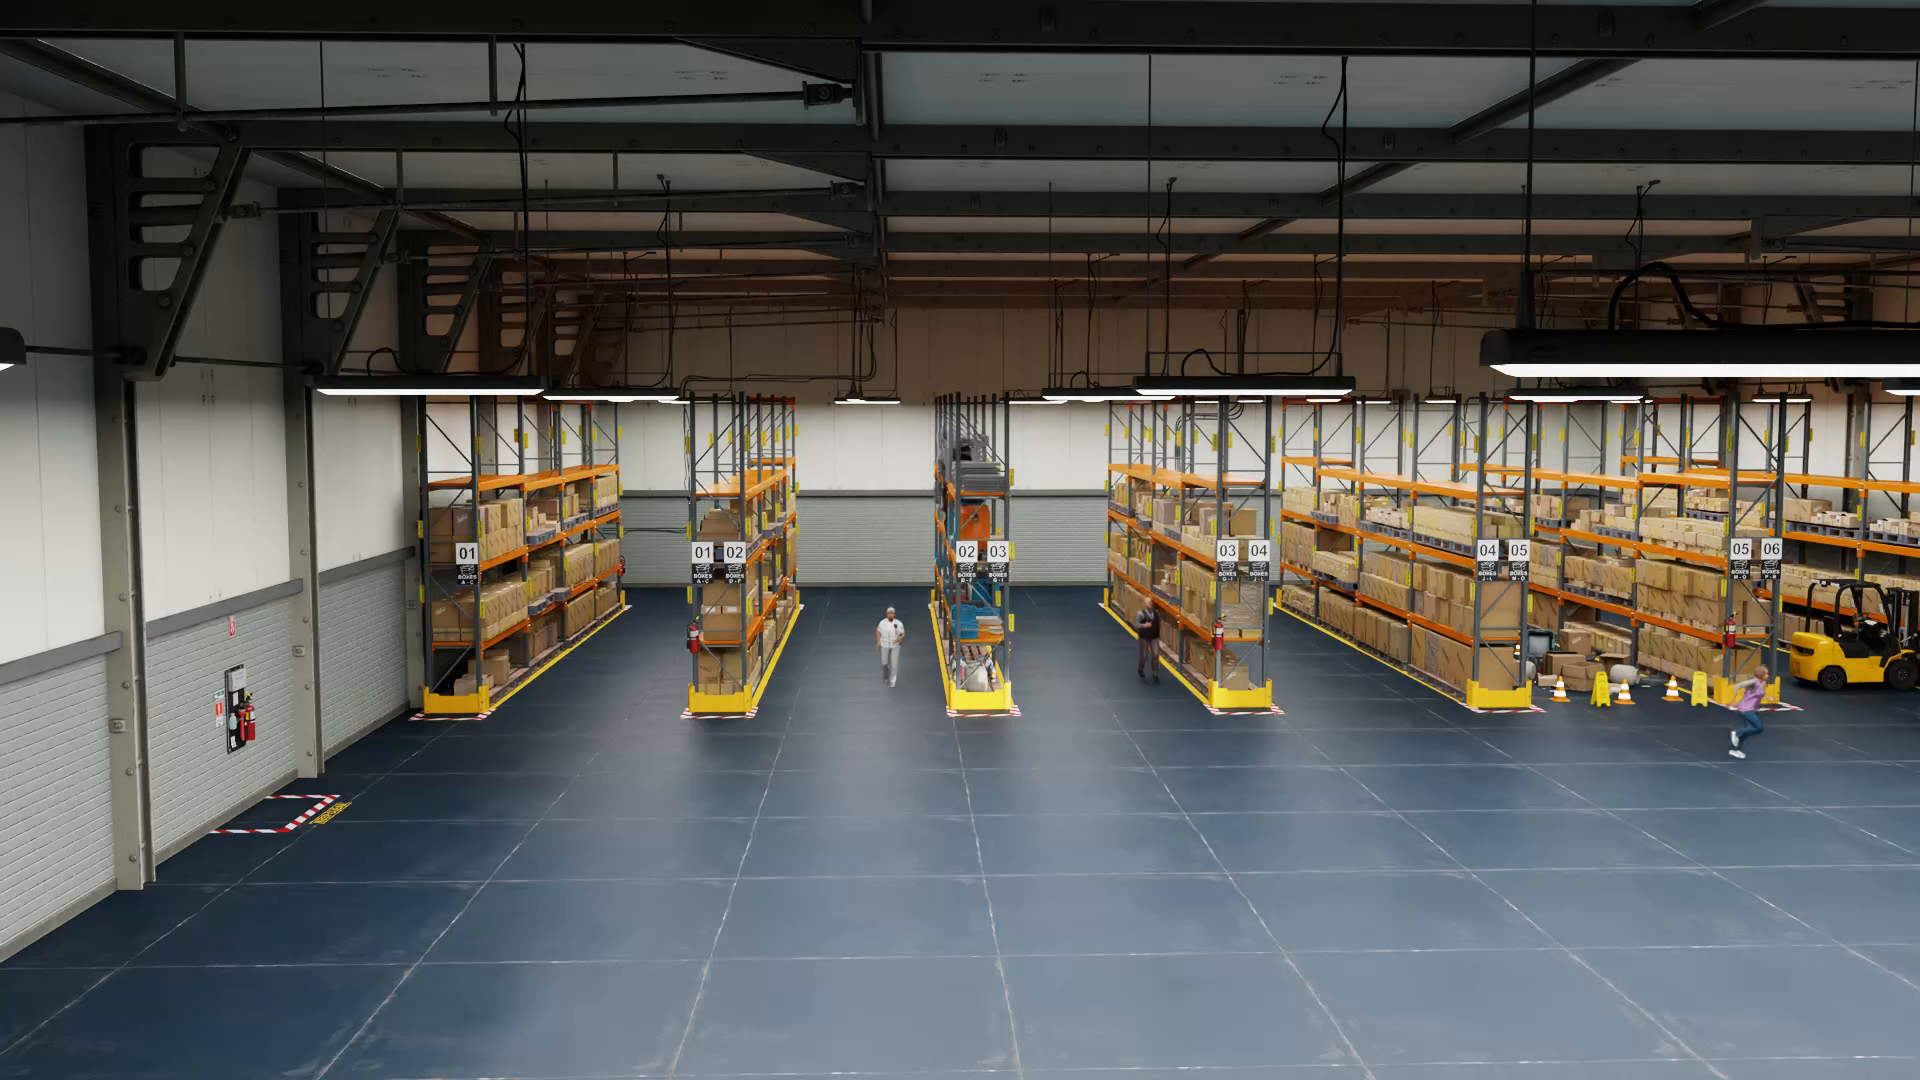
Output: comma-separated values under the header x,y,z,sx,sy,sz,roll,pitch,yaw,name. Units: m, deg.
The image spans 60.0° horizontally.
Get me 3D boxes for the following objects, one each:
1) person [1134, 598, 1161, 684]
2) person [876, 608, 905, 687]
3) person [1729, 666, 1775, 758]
x,y,z,sx,sy,sz,roll,pitch,yaw,name
3.924,2.069,34.624,0.653,1.742,0.902,-1,5,-12,person
-1.429,2.195,33.986,0.609,1.621,0.529,0,5,4,person
12.893,2.800,27.062,0.685,1.526,0.525,4,6,44,person
